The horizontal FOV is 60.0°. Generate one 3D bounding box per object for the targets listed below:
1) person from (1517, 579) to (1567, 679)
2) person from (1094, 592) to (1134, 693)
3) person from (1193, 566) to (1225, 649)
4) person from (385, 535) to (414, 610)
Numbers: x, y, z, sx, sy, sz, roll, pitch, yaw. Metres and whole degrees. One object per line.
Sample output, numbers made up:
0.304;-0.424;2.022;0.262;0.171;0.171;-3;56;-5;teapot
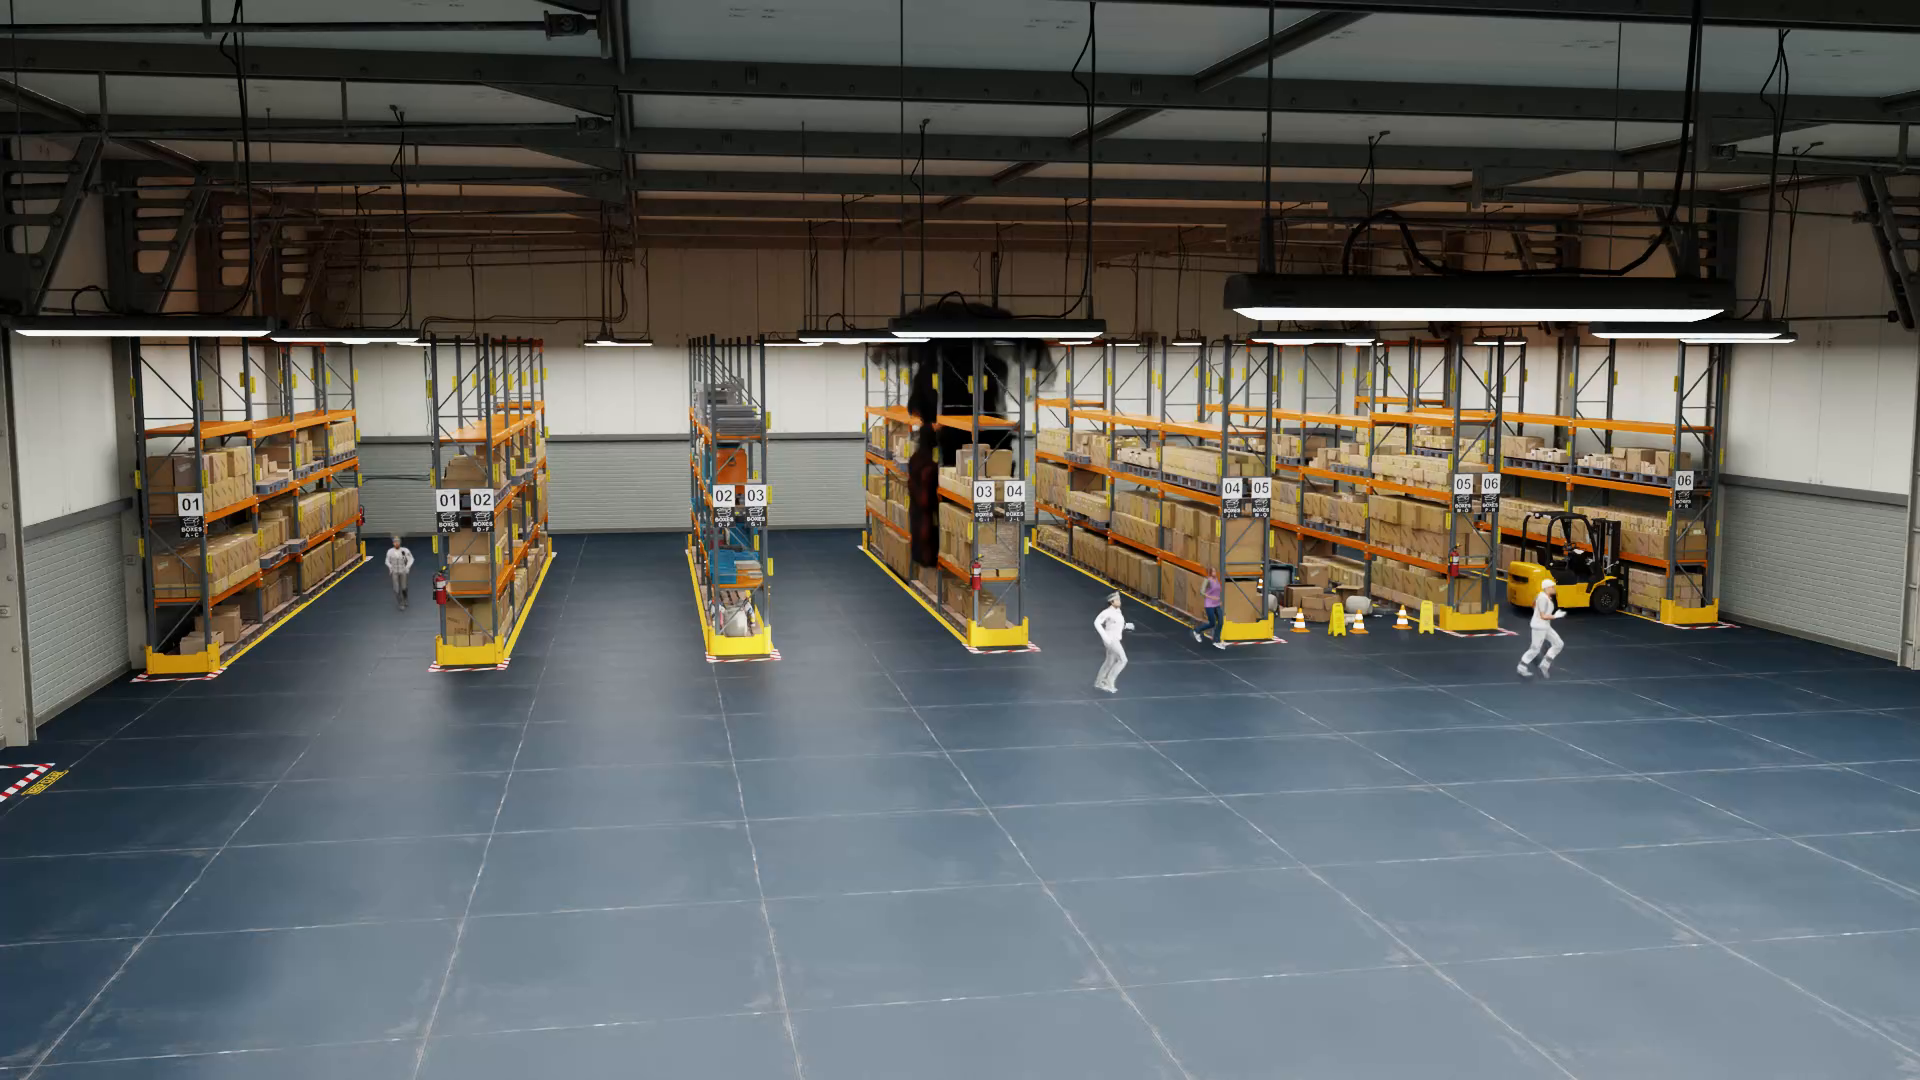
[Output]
10.086;1.539;28.797;0.818;1.760;0.695;4;8;31;person
2.582;1.709;27.879;0.673;1.714;0.571;3;7;23;person
4.811;1.286;32.032;0.686;1.599;0.549;6;9;45;person
-12.299;0.721;36.467;0.589;1.653;0.528;-1;7;-12;person
